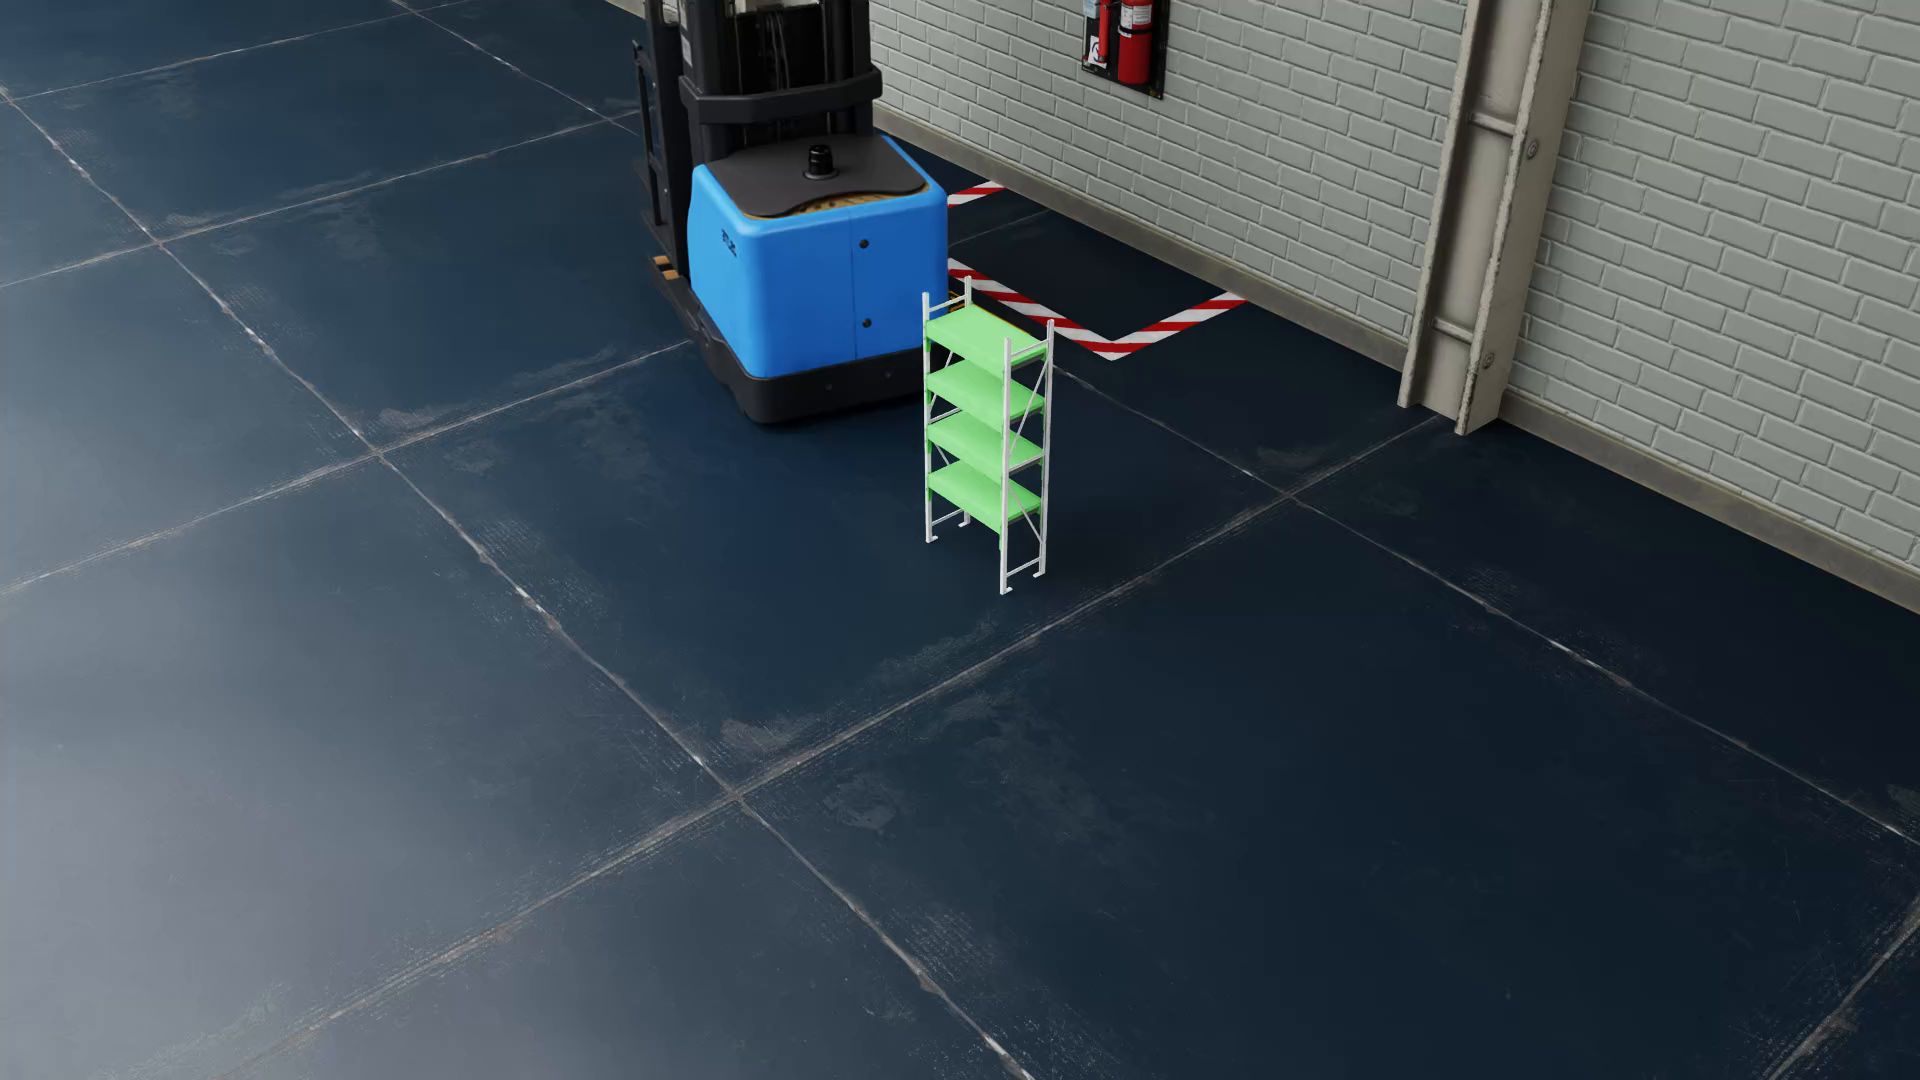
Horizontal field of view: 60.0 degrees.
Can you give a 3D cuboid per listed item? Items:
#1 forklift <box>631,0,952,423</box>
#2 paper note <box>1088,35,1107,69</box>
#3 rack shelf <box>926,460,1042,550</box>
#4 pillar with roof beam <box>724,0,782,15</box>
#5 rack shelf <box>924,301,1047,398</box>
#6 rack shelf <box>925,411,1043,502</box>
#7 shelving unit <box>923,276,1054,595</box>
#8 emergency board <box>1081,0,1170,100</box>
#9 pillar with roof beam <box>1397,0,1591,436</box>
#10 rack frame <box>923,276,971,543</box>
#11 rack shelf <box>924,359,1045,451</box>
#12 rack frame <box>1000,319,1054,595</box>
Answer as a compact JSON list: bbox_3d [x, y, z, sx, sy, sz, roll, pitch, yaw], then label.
[{"bbox_3d":[-1.088,-2.596,8.380,1.130,2.935,3.031,-14,38,-19],"label":"forklift"},{"bbox_3d":[0.769,-2.715,9.250,0.016,0.148,0.142,-26,43,-32],"label":"paper note"},{"bbox_3d":[0.107,-0.169,6.976,0.258,0.148,0.480,-26,43,-32],"label":"rack shelf"},{"bbox_3d":[-4.764,-5.357,7.028,9.100,9.000,0.400,-26,43,-32],"label":"pillar with roof beam"},{"bbox_3d":[0.107,-0.756,6.560,0.258,0.148,0.480,-26,43,-32],"label":"rack shelf"},{"bbox_3d":[0.107,-0.364,6.837,0.258,0.148,0.480,-26,43,-32],"label":"rack shelf"},{"bbox_3d":[0.107,-0.417,6.800,0.258,1.200,0.503,-26,43,-32],"label":"shelving unit"},{"bbox_3d":[0.831,-2.971,8.849,0.194,1.169,0.643,-26,43,-32],"label":"emergency board"},{"bbox_3d":[-0.892,-2.708,3.287,9.100,9.000,0.400,-26,43,-32],"label":"pillar with roof beam"},{"bbox_3d":[-0.051,-0.524,6.952,0.240,1.200,0.015,-26,43,-32],"label":"rack frame"},{"bbox_3d":[0.107,-0.560,6.698,0.258,0.148,0.480,-26,43,-32],"label":"rack shelf"},{"bbox_3d":[0.264,-0.309,6.648,0.240,1.200,0.015,-26,43,-32],"label":"rack frame"}]
